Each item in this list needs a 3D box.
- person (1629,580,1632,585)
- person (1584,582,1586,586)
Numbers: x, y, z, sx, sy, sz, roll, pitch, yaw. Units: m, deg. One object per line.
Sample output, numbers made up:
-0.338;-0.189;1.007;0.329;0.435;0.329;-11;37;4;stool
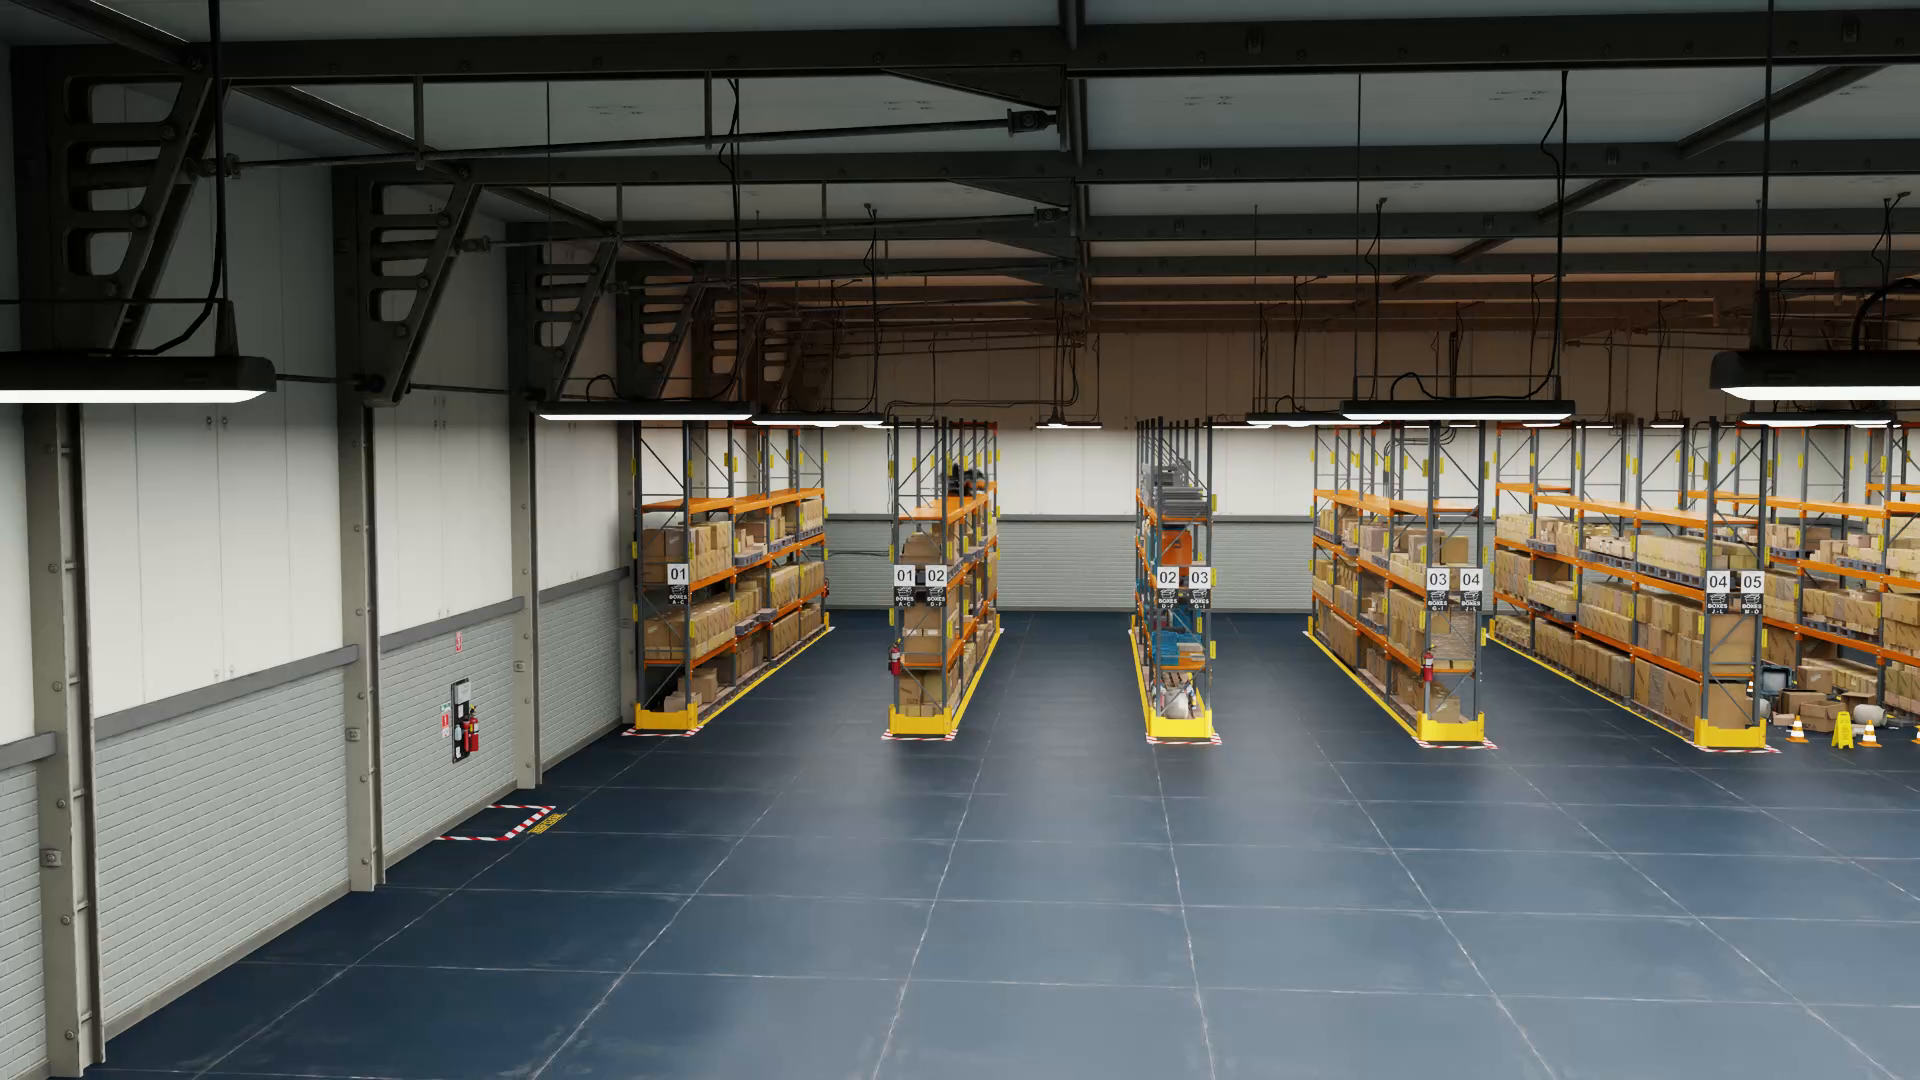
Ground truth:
19.297;1.830;47.577;0.726;1.565;0.538;0;4;-6;person
17.579;1.941;45.911;0.813;1.574;0.741;3;5;42;person
